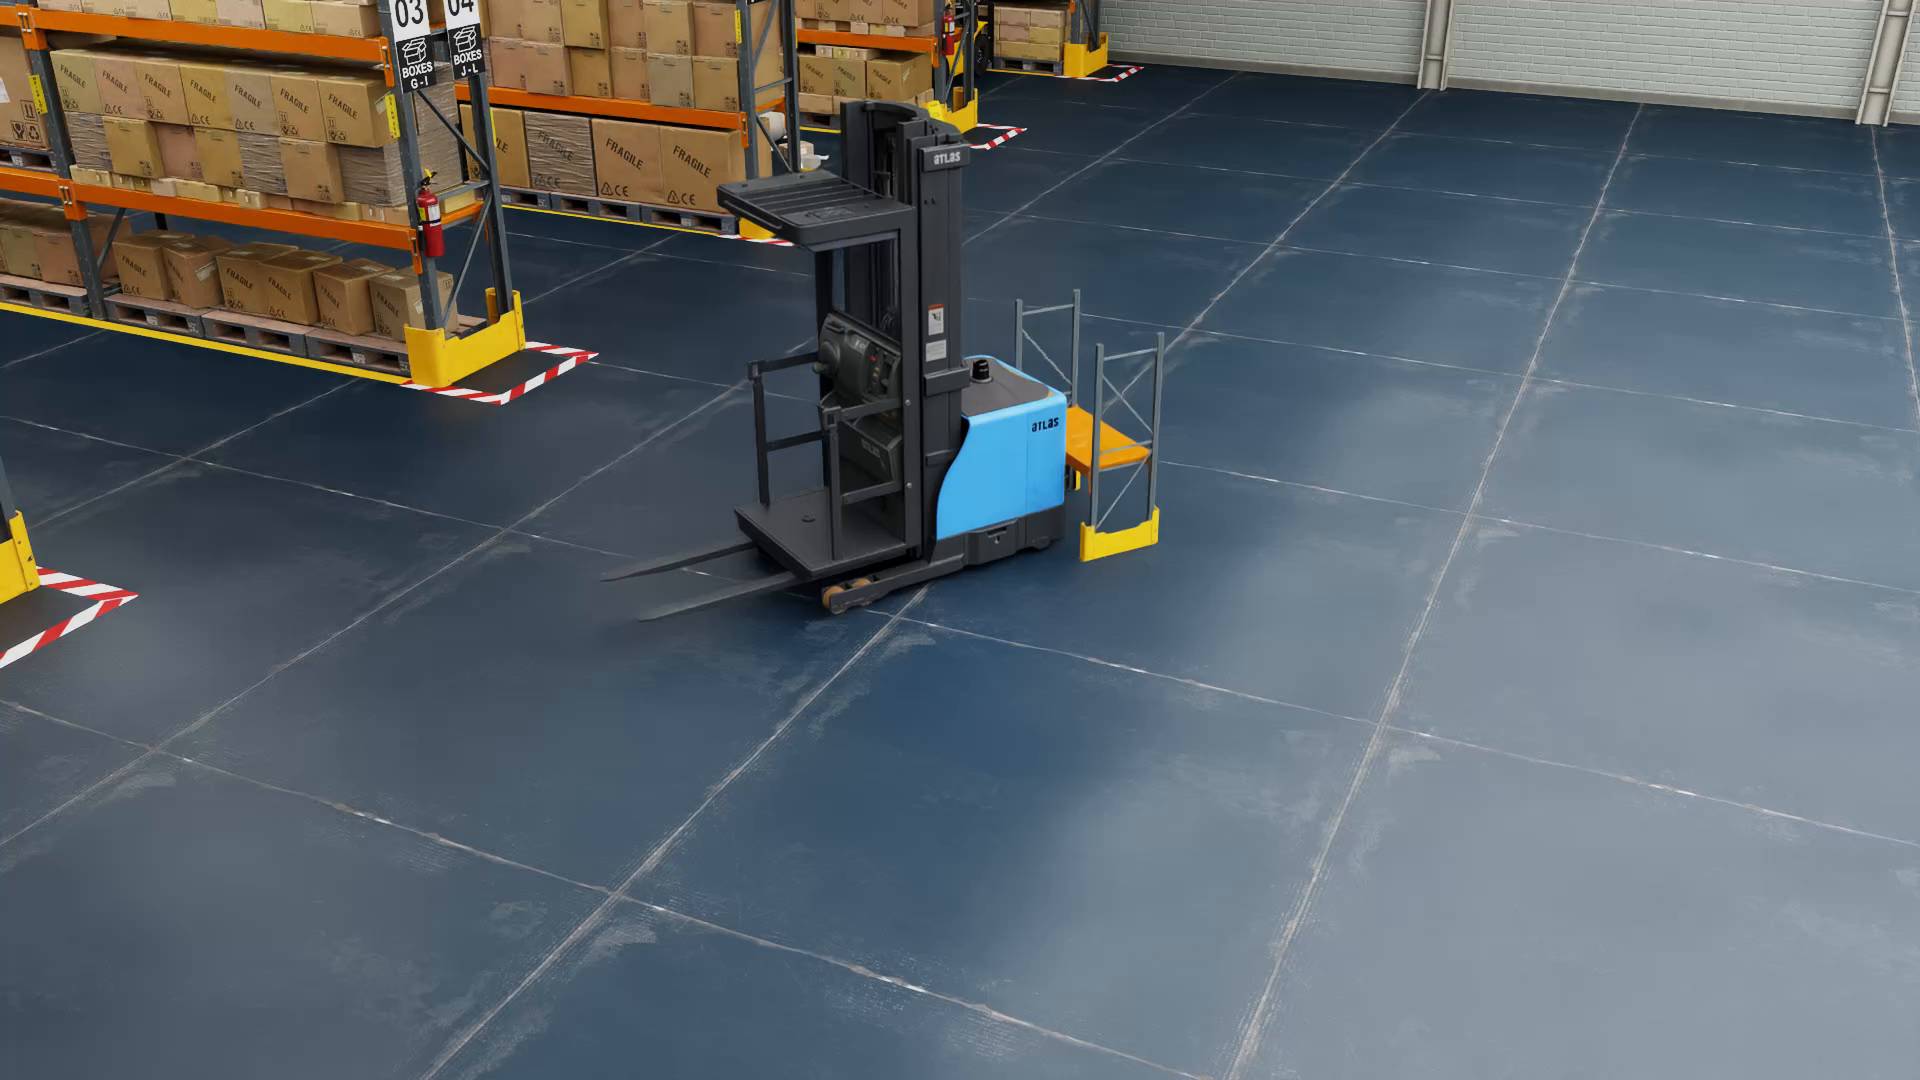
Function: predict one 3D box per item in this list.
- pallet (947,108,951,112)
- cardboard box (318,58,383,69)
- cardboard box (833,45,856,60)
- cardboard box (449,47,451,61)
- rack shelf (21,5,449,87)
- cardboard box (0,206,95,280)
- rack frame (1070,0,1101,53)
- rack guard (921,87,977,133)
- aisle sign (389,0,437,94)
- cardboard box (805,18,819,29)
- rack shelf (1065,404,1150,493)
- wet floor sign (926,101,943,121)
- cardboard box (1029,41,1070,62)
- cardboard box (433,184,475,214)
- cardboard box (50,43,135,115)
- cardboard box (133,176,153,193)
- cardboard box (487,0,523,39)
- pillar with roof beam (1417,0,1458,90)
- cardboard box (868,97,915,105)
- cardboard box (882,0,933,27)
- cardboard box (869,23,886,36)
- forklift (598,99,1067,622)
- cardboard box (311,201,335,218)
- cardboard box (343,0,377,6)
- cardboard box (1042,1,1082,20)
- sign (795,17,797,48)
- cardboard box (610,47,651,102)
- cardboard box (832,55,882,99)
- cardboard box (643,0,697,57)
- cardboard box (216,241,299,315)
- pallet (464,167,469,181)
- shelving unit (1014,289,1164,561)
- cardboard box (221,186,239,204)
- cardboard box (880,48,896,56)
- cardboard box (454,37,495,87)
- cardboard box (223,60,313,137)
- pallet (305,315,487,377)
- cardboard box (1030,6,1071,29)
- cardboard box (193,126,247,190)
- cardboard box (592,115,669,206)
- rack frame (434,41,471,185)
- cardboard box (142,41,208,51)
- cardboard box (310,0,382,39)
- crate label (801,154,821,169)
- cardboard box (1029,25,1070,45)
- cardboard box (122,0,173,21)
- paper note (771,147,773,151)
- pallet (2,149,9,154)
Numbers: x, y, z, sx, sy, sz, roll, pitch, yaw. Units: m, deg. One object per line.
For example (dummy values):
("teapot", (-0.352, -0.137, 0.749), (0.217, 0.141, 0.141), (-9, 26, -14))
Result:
("pallet", (-0.866, -5.769, 22.799), (1.213, 0.211, 1.003), (11, 28, 22))
("cardboard box", (-5.014, -3.790, 14.041), (0.500, 0.500, 0.500), (11, 28, 22))
("cardboard box", (-1.498, -6.555, 22.292), (0.250, 0.149, 0.380), (12, 29, 23))
("cardboard box", (-6.037, -5.816, 19.623), (0.500, 0.500, 0.500), (12, 29, 22))
("rack shelf", (-5.995, -4.248, 13.970), (4.000, 0.370, 1.077), (11, 28, 22))
("cardboard box", (-8.792, -2.882, 16.110), (0.500, 0.500, 0.700), (11, 28, 21))
("rack frame", (1.980, -8.840, 25.880), (0.127, 3.000, 1.000), (11, 28, 22))
("rack guard", (-0.141, -5.736, 22.405), (0.348, 0.500, 1.175), (11, 28, 22))
("aisle sign", (-4.242, -3.894, 12.889), (0.004, 0.787, 0.394), (11, 28, 22))
("cardboard box", (-1.884, -7.001, 22.428), (0.250, 0.149, 0.380), (11, 28, 22))
("rack shelf", (0.837, -0.637, 11.322), (0.538, 0.185, 1.000), (-13, 29, -25))
("wet floor sign", (-0.342, -5.323, 21.400), (0.232, 0.644, 0.267), (23, 35, 39))
("cardboard box", (1.421, -7.754, 26.311), (0.500, 0.250, 0.500), (12, 28, 22))
("cardboard box", (-4.335, -2.894, 14.087), (0.250, 0.149, 0.380), (11, 28, 22))
("cardboard box", (-7.511, -4.033, 14.533), (0.500, 0.500, 0.500), (11, 28, 22))
("cardboard box", (-7.051, -3.190, 14.688), (0.250, 0.149, 0.380), (11, 28, 22))
("cardboard box", (-4.800, -5.983, 18.684), (0.550, 0.550, 0.875), (11, 28, 22))
("pillar with roof beam", (5.399, -9.194, 19.805), (0.400, 9.000, 9.100), (11, 28, 22))
("cardboard box", (-0.941, -5.843, 22.428), (0.500, 0.250, 0.500), (11, 28, 22))
("cardboard box", (-0.680, -7.011, 21.713), (0.500, 0.500, 0.500), (11, 28, 21))
("cardboard box", (-1.002, -6.771, 21.960), (0.250, 0.149, 0.380), (11, 28, 21))
("forklift", (-0.803, -1.121, 10.278), (3.031, 2.935, 1.130), (-16, 30, -29))
("cardboard box", (-5.216, -2.838, 13.973), (0.250, 0.149, 0.380), (11, 28, 22))
("cardboard box", (-4.556, -4.242, 12.862), (0.250, 0.149, 0.380), (11, 28, 22))
("cardboard box", (1.620, -8.408, 26.506), (0.500, 0.250, 0.500), (11, 28, 21))
("sign", (-1.794, -5.481, 17.987), (0.005, 0.325, 0.100), (11, 28, 22))
("cardboard box", (-3.353, -5.197, 18.309), (0.550, 0.550, 0.875), (11, 28, 22))
("cardboard box", (-1.385, -6.271, 22.449), (0.500, 0.500, 0.500), (12, 29, 24))
("cardboard box", (-2.889, -5.534, 17.771), (0.550, 0.550, 0.875), (11, 28, 22))
("cardboard box", (-6.345, -2.385, 15.122), (0.500, 0.500, 0.500), (9, 28, 17))
("pallet", (-6.404, -4.426, 20.071), (1.213, 0.211, 1.003), (11, 28, 22))
("shelving unit", (0.833, -0.801, 11.250), (0.587, 1.500, 1.083), (-13, 29, -25))
("cardboard box", (-6.127, -3.021, 14.345), (0.250, 0.149, 0.380), (11, 28, 22))
("cardboard box", (-1.191, -6.492, 22.898), (0.500, 0.500, 0.500), (10, 28, 20))
("cardboard box", (-5.329, -5.571, 19.069), (0.550, 0.550, 0.875), (11, 28, 22))
("cardboard box", (-5.689, -3.669, 13.794), (0.500, 0.500, 0.500), (11, 28, 22))
("pallet", (-4.968, -1.785, 14.706), (1.213, 0.211, 1.003), (11, 28, 22))
("cardboard box", (1.431, -8.203, 26.090), (0.500, 0.250, 0.500), (12, 29, 24))
("cardboard box", (-6.056, -3.397, 14.374), (0.500, 0.500, 0.875), (11, 28, 22))
("cardboard box", (-3.475, -4.328, 18.644), (0.875, 0.875, 0.875), (11, 28, 21))
("rack frame", (-5.670, -5.566, 19.230), (0.127, 3.000, 1.000), (11, 28, 22))
("cardboard box", (-6.836, -4.155, 14.781), (0.500, 0.500, 0.500), (11, 28, 22))
("cardboard box", (-4.718, -4.124, 13.073), (0.500, 0.250, 0.500), (12, 29, 23))
("crate label", (-1.888, -4.730, 20.772), (0.298, 0.136, 0.250), (-2, 26, -5))
("cardboard box", (1.407, -7.983, 26.209), (0.500, 0.250, 0.500), (11, 28, 21))
("cardboard box", (-6.580, -4.494, 13.825), (0.500, 0.250, 0.500), (10, 28, 20))
("paper note", (-2.467, -5.095, 21.646), (0.142, 0.019, 0.148), (23, 35, 39))
("pallet", (-9.637, -3.890, 16.043), (1.213, 0.211, 1.003), (11, 28, 22))
